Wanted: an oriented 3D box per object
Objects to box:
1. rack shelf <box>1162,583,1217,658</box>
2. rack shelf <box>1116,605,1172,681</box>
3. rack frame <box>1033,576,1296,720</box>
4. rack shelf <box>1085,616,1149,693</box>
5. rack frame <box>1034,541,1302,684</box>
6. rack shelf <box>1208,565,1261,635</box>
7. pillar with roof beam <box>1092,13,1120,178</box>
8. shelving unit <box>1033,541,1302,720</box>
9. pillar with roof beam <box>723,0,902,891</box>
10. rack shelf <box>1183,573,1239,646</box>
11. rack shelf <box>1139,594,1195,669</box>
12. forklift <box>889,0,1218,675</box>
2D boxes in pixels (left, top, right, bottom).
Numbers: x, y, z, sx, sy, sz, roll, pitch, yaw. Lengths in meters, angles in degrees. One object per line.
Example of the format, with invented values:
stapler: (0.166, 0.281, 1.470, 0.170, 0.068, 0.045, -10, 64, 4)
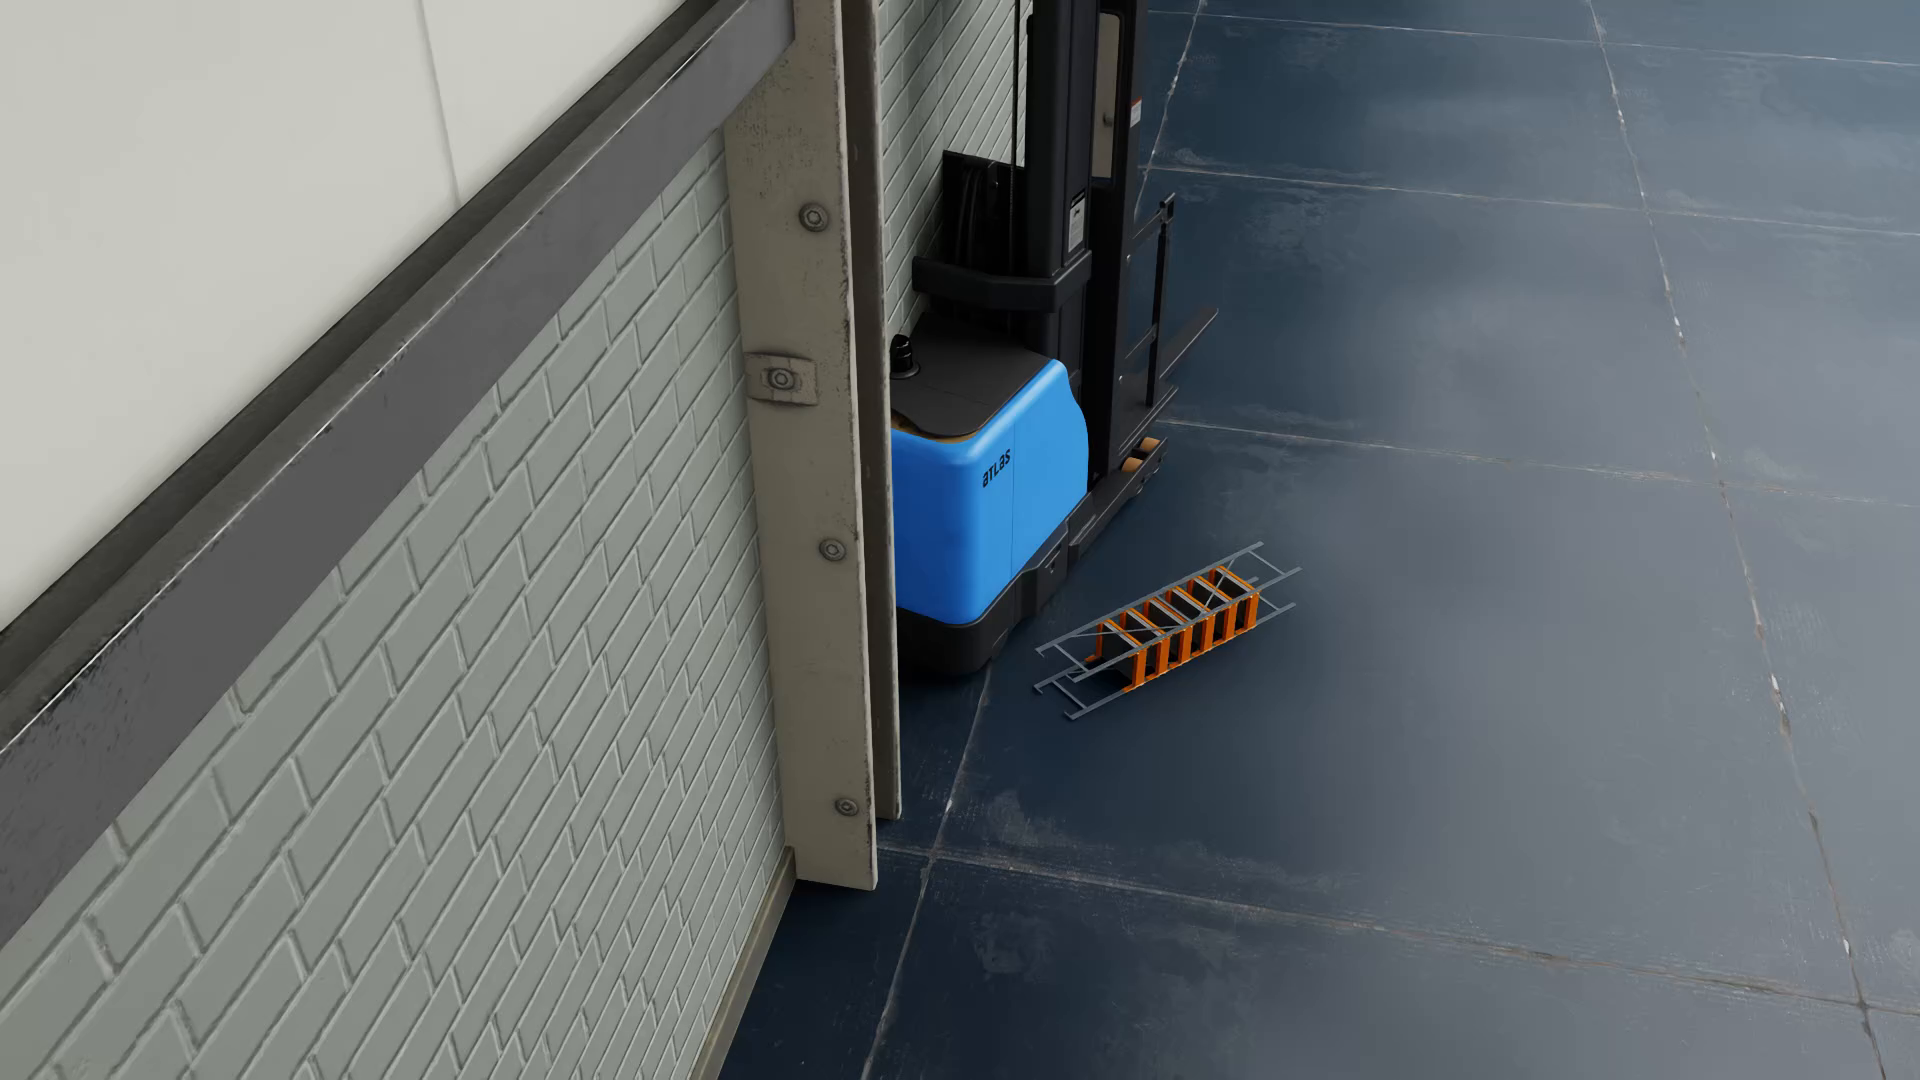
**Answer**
rack shelf: (0.898, 0.318, 6.645, 0.103, 0.180, 0.258, -23, 42, -29)
rack shelf: (0.705, 0.401, 6.529, 0.103, 0.180, 0.258, -23, 42, -29)
rack frame: (0.837, 0.418, 6.662, 1.200, 0.006, 0.240, -23, 42, -29)
rack shelf: (0.608, 0.442, 6.471, 0.103, 0.180, 0.258, -23, 42, -29)
rack frame: (0.838, 0.270, 6.555, 1.200, 0.006, 0.240, -23, 42, -29)
rack shelf: (1.091, 0.236, 6.761, 0.103, 0.180, 0.258, -23, 42, -29)
pillar with roof beam: (5.088, -5.492, 7.159, 9.100, 9.000, 0.400, 7, 37, 10)
shelving unit: (0.837, 0.344, 6.608, 1.200, 0.189, 0.258, -23, 42, -29)
pillar with roof beam: (3.806, -2.052, 2.413, 9.100, 9.000, 0.400, 7, 37, 10)
rack shelf: (0.995, 0.277, 6.703, 0.103, 0.180, 0.258, -23, 42, -29)
rack shelf: (0.802, 0.359, 6.587, 0.103, 0.180, 0.258, -23, 42, -29)
forklift: (0.302, -1.510, 6.836, 1.130, 2.935, 3.031, 18, 40, 23)
